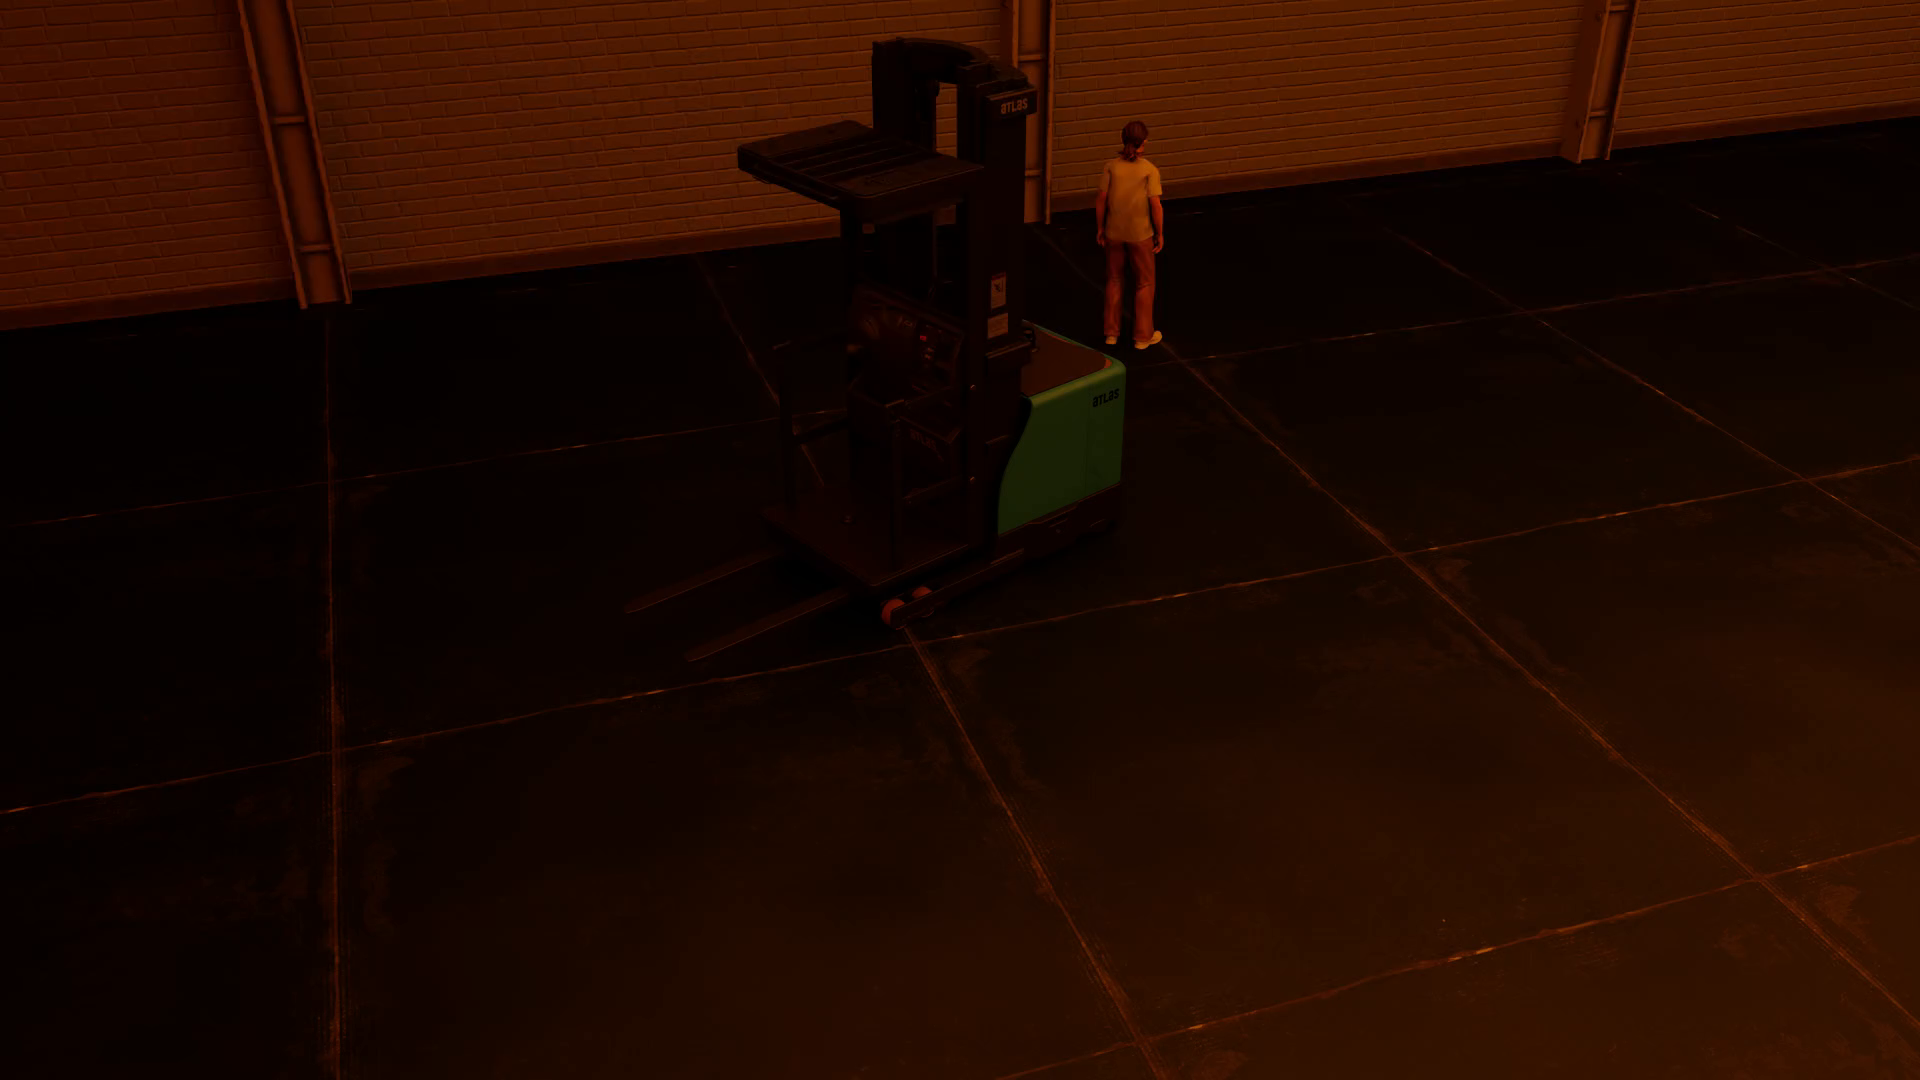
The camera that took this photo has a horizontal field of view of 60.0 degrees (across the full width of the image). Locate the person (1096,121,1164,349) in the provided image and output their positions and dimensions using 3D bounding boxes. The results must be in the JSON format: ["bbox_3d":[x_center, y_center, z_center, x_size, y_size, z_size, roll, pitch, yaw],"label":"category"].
[{"bbox_3d":[1.252,-2.238,12.240,0.511,1.673,0.354,12,32,19],"label":"person"}]

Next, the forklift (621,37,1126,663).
[{"bbox_3d":[-0.461,-1.072,8.951,3.031,2.935,1.130,-23,37,-34],"label":"forklift"}]
